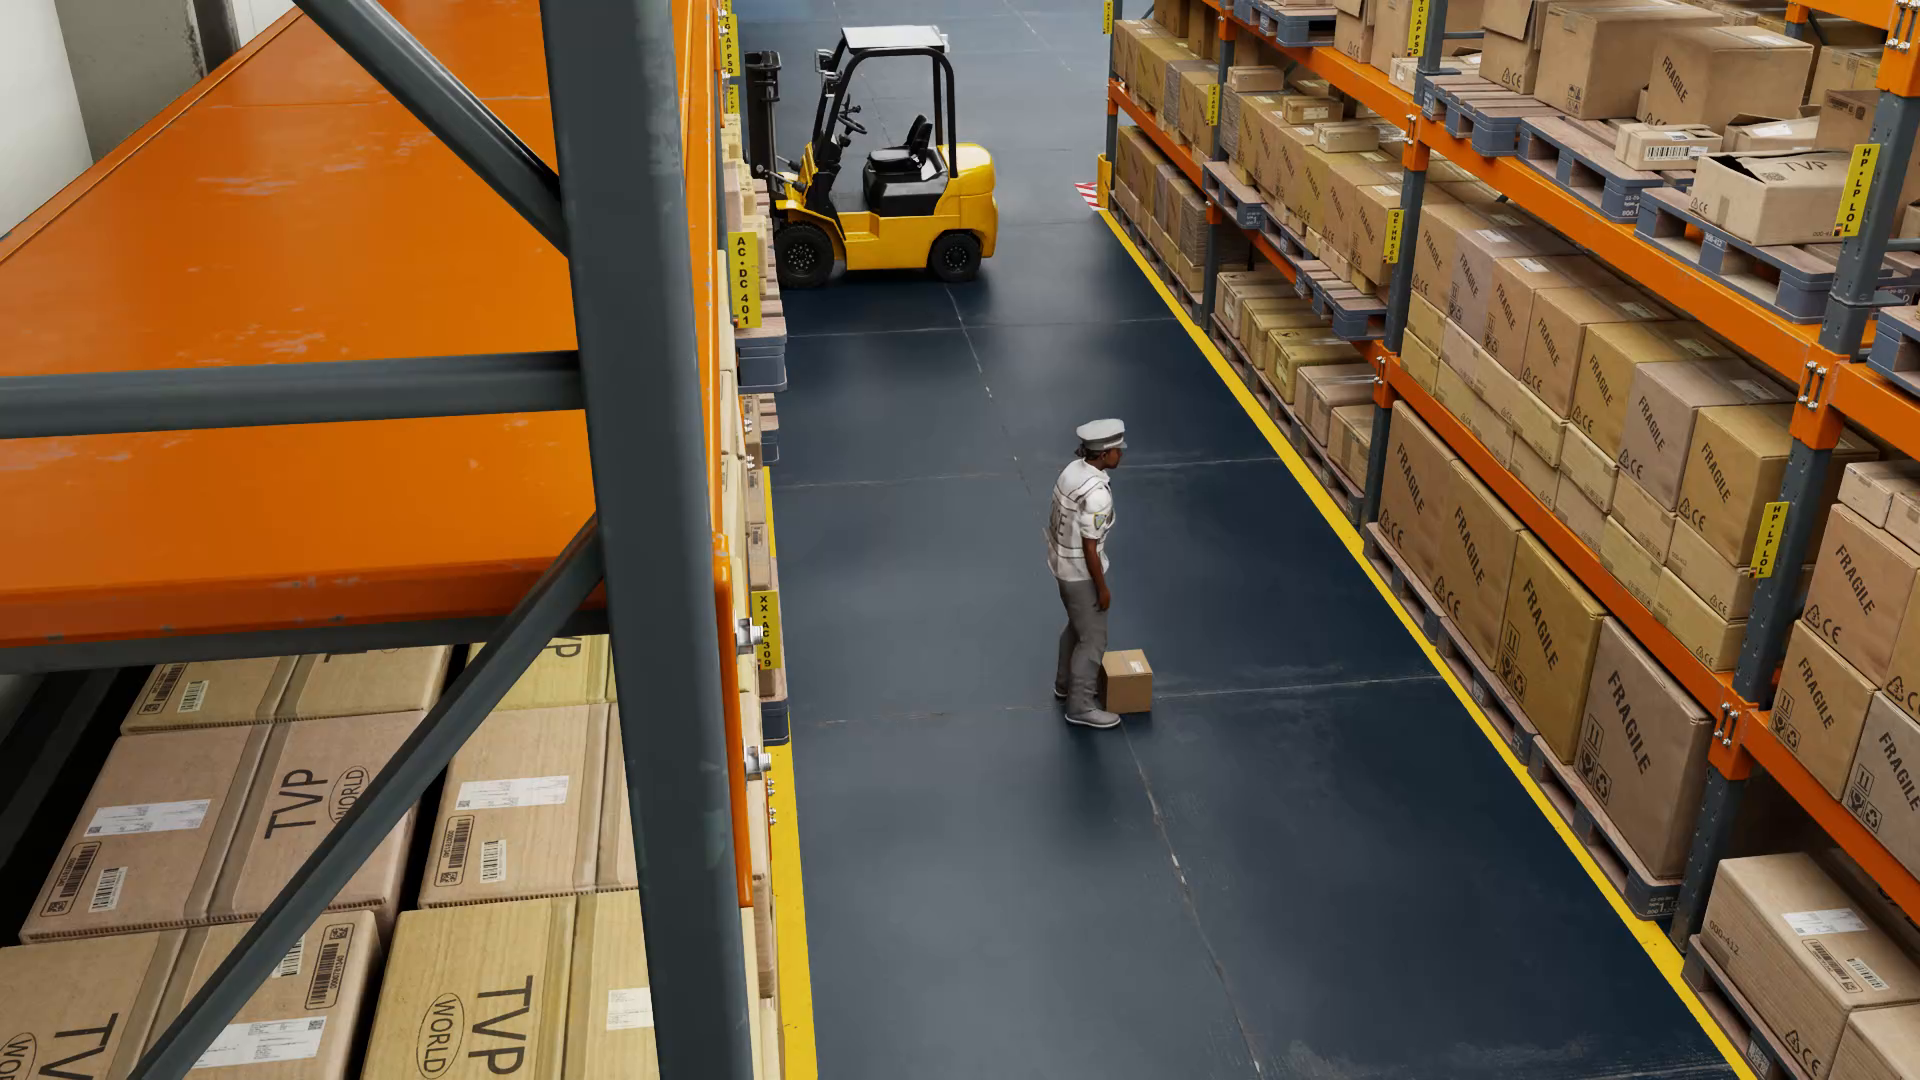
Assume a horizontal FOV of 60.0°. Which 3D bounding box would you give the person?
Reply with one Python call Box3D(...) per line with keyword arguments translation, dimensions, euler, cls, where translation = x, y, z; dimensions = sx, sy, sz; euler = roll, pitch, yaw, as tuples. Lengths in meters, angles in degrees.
Box3D(translation=(0.668, 0.166, 8.765), dimensions=(0.391, 1.663, 0.530), euler=(-4, 28, -8), cls="person")
